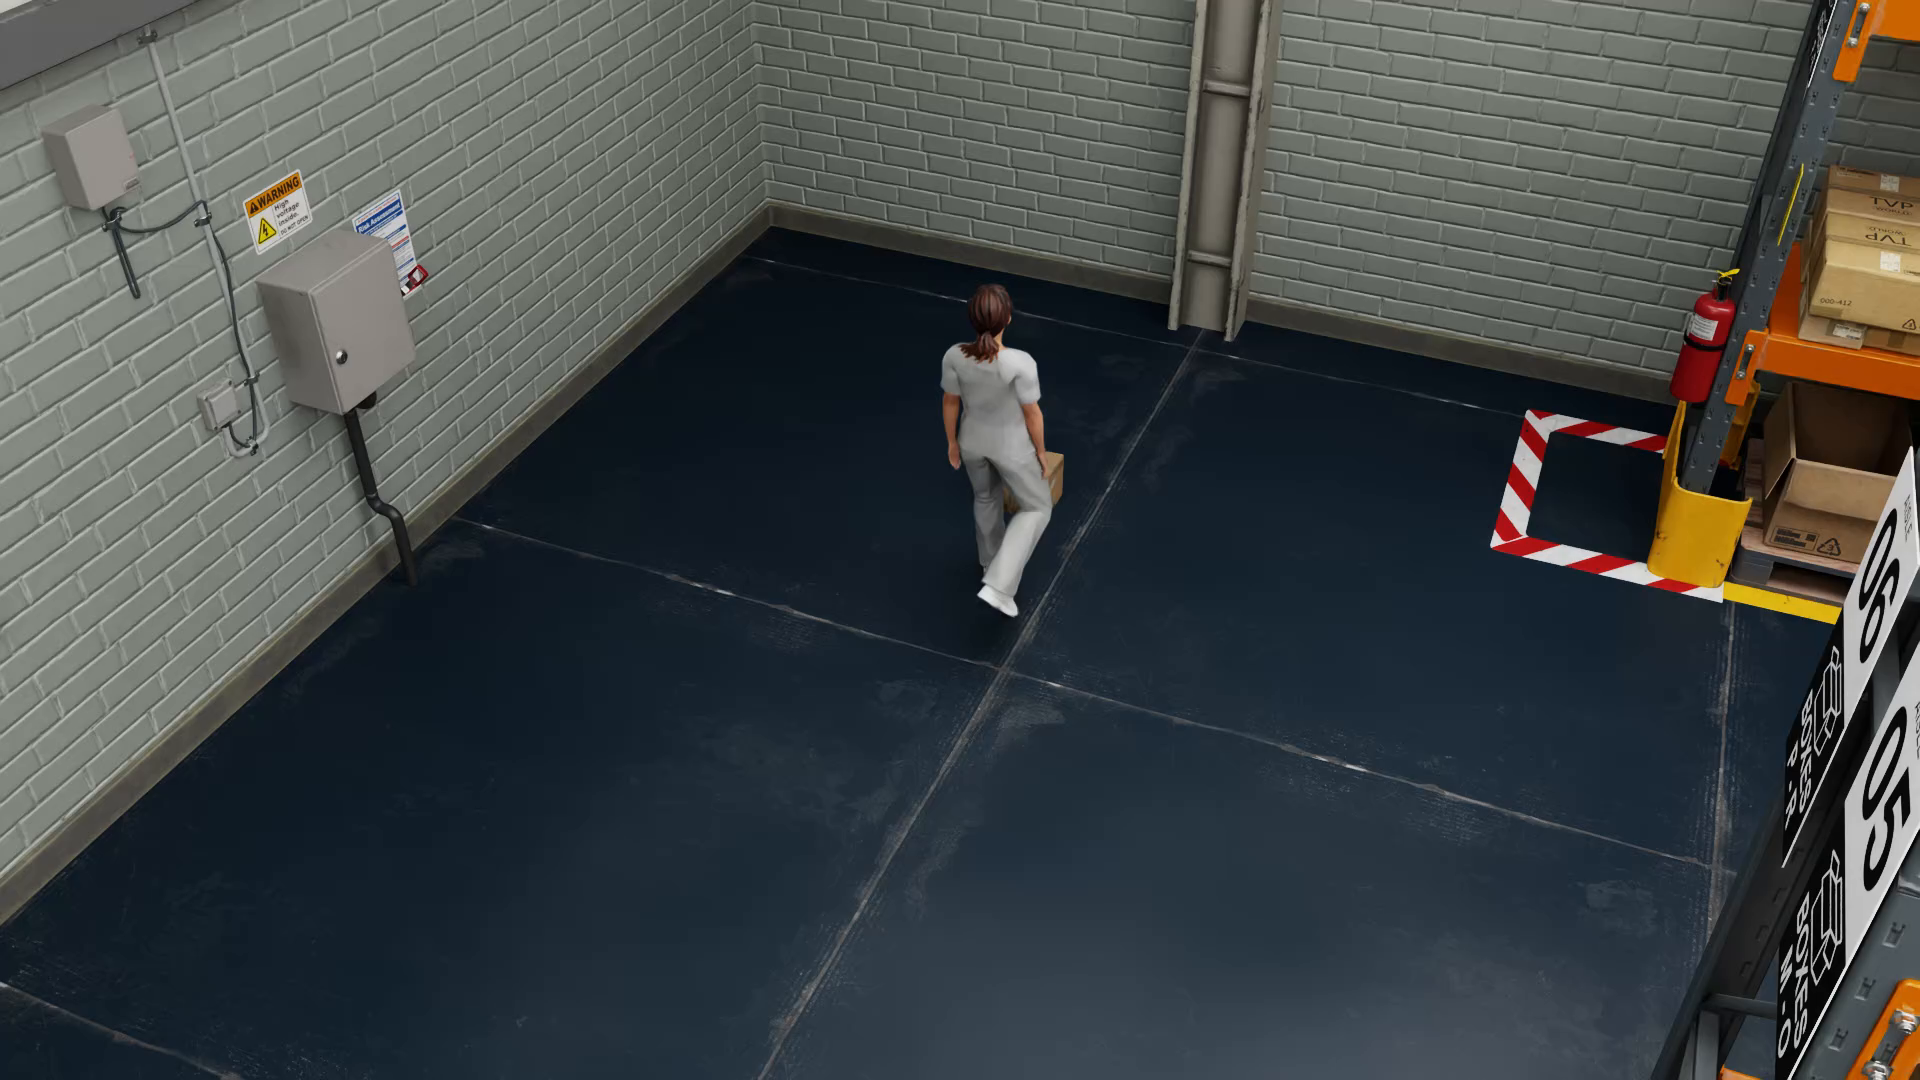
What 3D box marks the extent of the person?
[{"bbox_3d":[0.167,-0.414,7.339,0.470,1.656,0.752,16,40,19],"label":"person"}]
